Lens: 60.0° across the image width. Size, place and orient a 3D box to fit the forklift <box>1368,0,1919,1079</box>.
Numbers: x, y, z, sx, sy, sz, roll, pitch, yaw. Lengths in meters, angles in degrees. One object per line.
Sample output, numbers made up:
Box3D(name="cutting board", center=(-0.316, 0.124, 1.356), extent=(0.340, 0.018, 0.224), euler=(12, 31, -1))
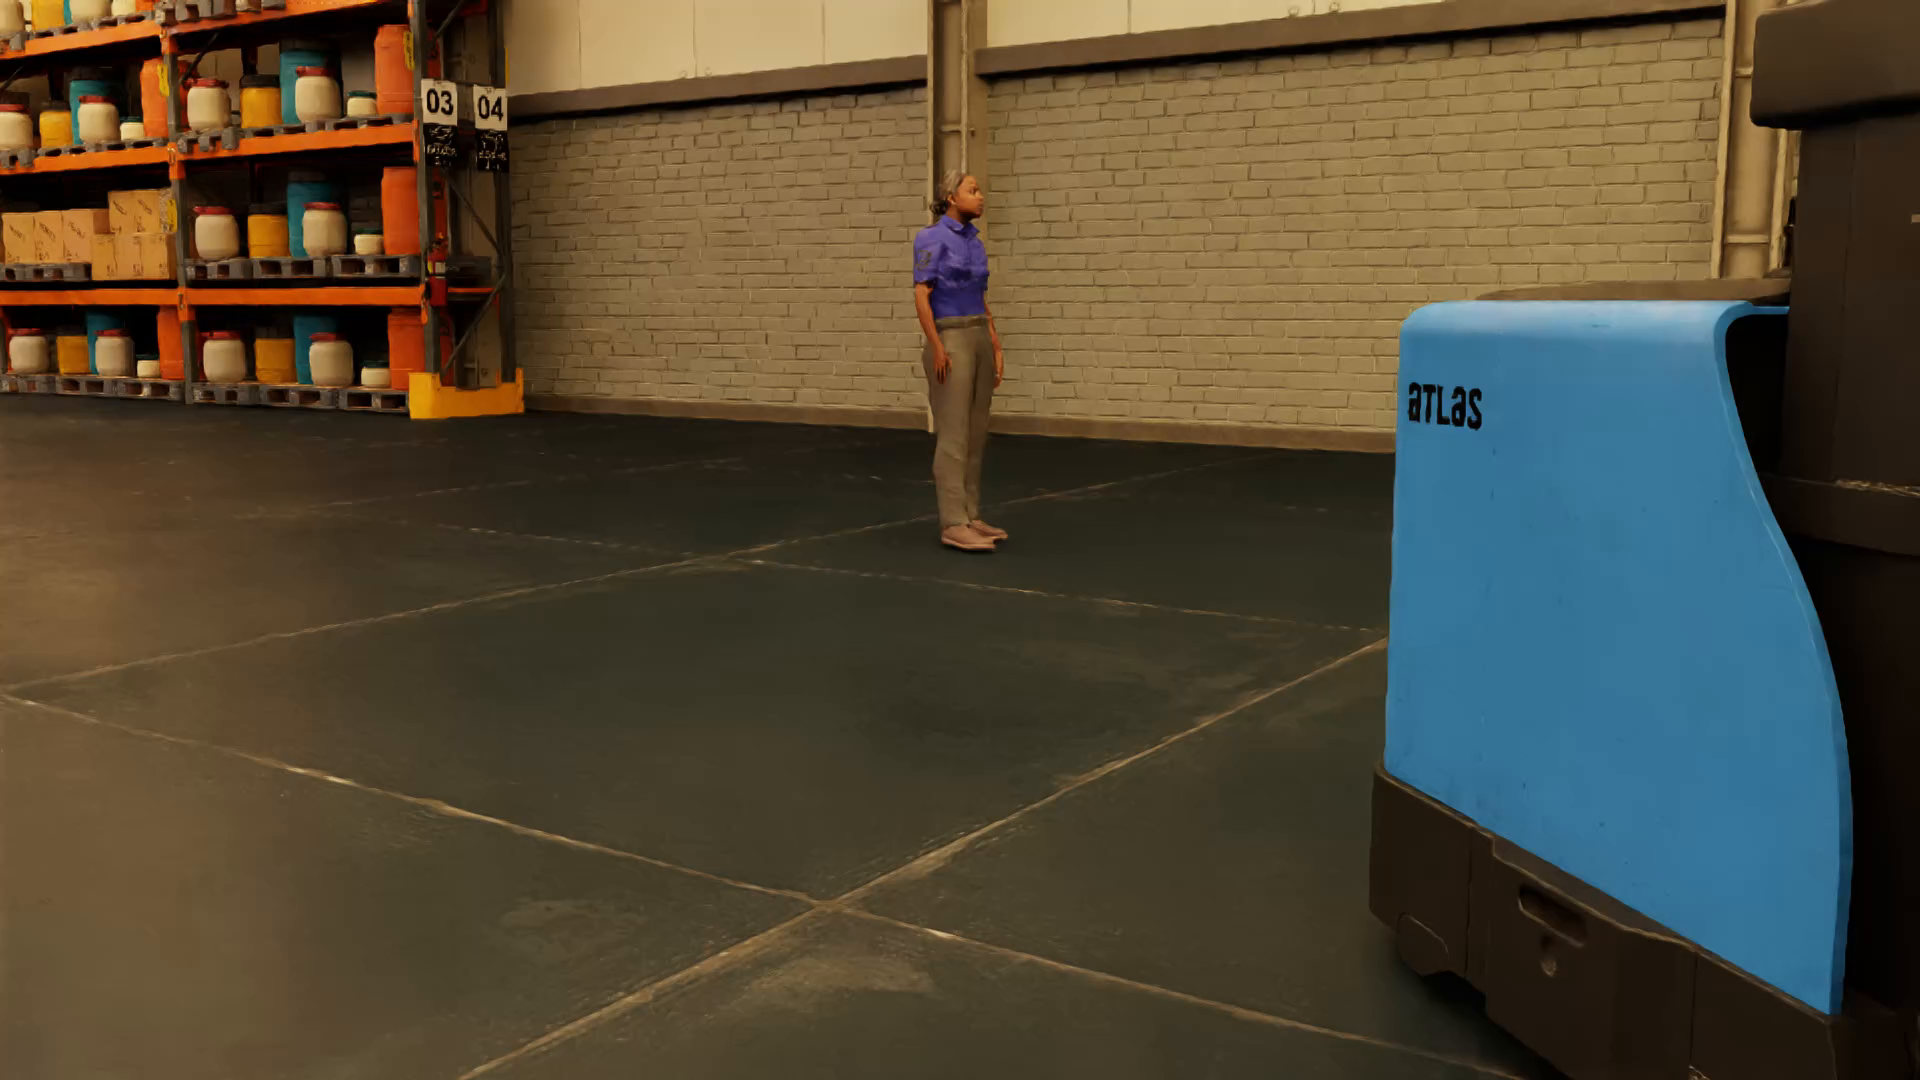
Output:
Box3D(name="forklift", center=(1.541, -0.586, 1.316), extent=(1.130, 2.935, 3.031), euler=(-2, 8, -14))

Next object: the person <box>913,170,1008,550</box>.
Box3D(name="person", center=(0.062, -0.817, 7.422), extent=(0.503, 1.654, 0.570), euler=(5, 10, 34))
